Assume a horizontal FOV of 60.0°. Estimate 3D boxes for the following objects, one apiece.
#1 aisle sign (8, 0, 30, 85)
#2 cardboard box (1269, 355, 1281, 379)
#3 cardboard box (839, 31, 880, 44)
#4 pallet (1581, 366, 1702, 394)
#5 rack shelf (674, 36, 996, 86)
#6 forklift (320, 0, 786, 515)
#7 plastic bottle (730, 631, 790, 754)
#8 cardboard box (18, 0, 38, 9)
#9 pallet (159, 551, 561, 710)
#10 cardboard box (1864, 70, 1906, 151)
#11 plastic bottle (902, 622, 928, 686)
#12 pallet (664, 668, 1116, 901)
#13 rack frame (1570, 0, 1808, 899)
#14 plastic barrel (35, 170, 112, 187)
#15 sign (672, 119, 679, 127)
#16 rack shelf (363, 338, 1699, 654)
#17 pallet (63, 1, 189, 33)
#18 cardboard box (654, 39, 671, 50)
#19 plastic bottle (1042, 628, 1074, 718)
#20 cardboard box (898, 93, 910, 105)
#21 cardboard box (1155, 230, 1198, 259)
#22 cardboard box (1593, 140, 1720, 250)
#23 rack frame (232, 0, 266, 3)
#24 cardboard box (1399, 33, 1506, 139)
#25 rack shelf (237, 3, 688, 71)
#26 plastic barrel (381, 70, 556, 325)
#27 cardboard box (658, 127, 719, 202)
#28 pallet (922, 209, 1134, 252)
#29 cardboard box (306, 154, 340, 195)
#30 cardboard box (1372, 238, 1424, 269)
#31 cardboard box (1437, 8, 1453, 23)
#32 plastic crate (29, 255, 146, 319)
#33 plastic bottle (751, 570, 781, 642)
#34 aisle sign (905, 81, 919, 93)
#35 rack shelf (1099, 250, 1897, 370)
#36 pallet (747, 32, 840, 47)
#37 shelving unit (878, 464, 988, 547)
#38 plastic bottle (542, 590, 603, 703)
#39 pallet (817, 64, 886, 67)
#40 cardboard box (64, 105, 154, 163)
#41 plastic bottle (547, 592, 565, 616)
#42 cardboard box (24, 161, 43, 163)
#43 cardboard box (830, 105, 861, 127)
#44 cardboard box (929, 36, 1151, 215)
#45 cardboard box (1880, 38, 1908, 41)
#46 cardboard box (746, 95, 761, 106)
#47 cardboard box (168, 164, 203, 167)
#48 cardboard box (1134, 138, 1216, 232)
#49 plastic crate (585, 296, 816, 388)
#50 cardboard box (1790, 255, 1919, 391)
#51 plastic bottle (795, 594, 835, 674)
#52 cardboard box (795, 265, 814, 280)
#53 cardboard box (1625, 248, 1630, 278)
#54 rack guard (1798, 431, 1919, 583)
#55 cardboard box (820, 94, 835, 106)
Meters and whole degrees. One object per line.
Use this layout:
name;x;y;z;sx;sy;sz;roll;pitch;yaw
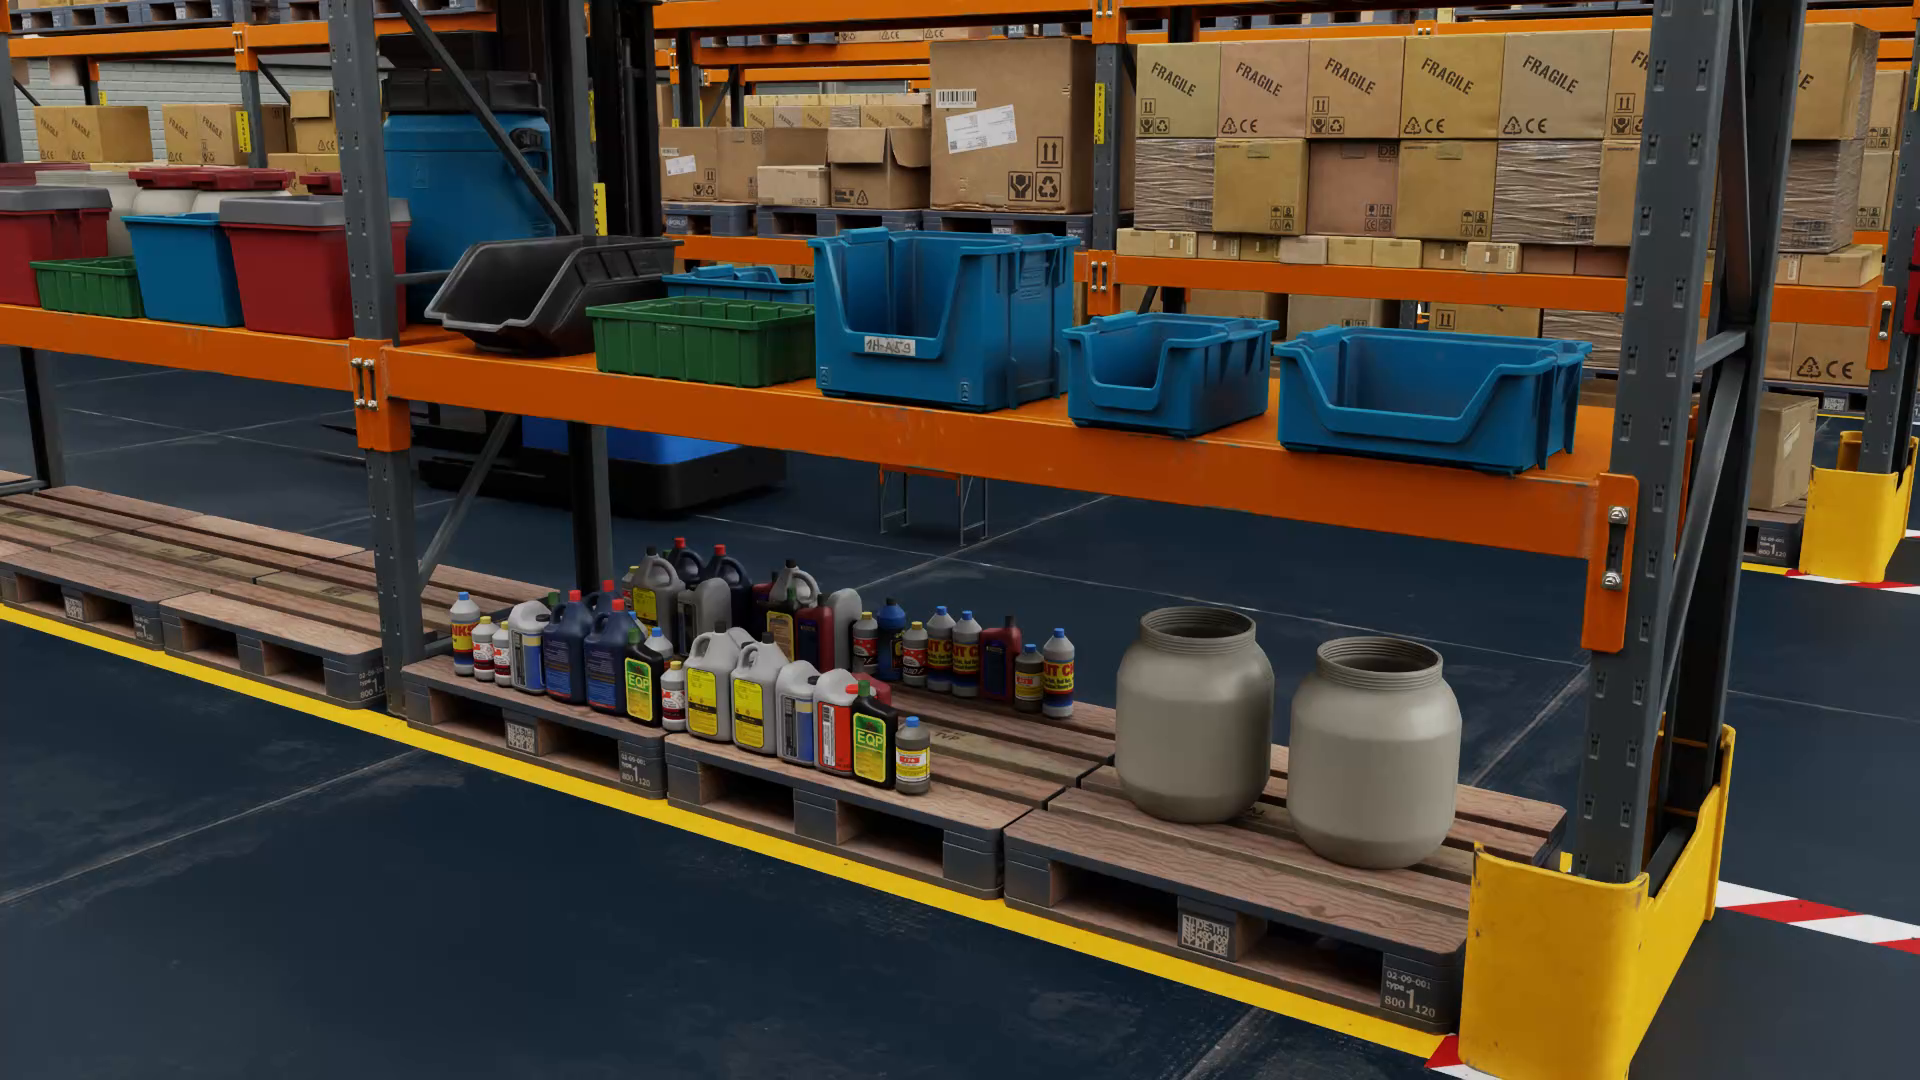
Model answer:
aisle sign;-9.102;-4.741;15.824;0.004;0.787;0.394;9;17;33
cardboard box;1.872;-0.774;9.534;0.500;0.500;0.500;-11;17;-36
cardboard box;-0.835;-5.095;16.212;0.500;0.500;0.500;9;17;33
pallet;5.539;-1.261;12.978;1.213;0.211;1.003;9;17;33
rack shelf;-1.044;-4.807;16.754;4.000;0.370;1.077;9;17;33
forklift;-2.508;-1.800;9.494;3.031;2.935;1.130;9;16;31
plastic bottle;-0.579;0.438;4.909;0.185;0.351;0.144;10;17;35
cardboard box;-8.413;-5.227;15.665;0.500;0.500;0.700;8;16;29
pallet;-2.355;0.323;6.577;1.213;0.211;1.003;9;17;33
cardboard box;6.460;-3.069;11.919;0.550;0.550;0.875;9;17;33
plastic bottle;-0.142;0.371;5.491;0.097;0.201;0.097;0;14;0
pallet;-0.131;0.683;5.126;1.213;0.211;1.003;9;17;33
rack frame;1.638;-0.396;3.681;0.127;3.000;1.000;9;17;33
plastic barrel;-4.028;-1.428;7.616;0.421;0.512;0.421;0;14;0
sign;-3.000;-4.279;17.567;0.005;0.325;0.100;9;17;33
rack shelf;-0.022;-0.315;4.851;4.000;0.370;1.077;9;17;33
pallet;-7.236;-4.682;14.935;1.213;0.211;1.003;9;17;33
cardboard box;-3.261;-5.364;17.818;0.500;0.250;0.500;10;17;34
plastic bottle;0.307;0.409;5.189;0.097;0.271;0.097;0;14;0
cardboard box;-0.616;-5.853;22.084;0.250;0.149;0.380;10;17;34
cardboard box;1.294;-1.673;9.363;0.250;0.149;0.380;9;17;33
cardboard box;3.479;-1.699;8.117;0.500;0.500;0.875;9;17;33
rack frame;-5.555;-5.905;13.451;0.127;3.000;1.000;9;17;33
cardboard box;2.566;-2.289;8.418;0.500;0.500;0.500;9;17;33
rack shelf;-3.896;-3.832;12.814;4.000;0.370;1.077;9;17;33
plastic barrel;-1.833;-1.288;6.241;0.708;0.901;0.600;9;17;33
cardboard box;-1.766;-2.645;11.682;0.500;0.500;0.500;7;15;26
pallet;0.530;-1.959;10.392;1.213;0.211;1.003;9;17;33
cardboard box;-4.895;-2.863;13.437;0.500;0.500;0.500;9;17;33
cardboard box;2.346;-1.511;8.707;0.250;0.149;0.380;9;17;33
cardboard box;5.209;-5.670;18.182;0.500;0.250;0.500;9;17;34
plastic crate;-3.284;-1.007;6.590;0.662;0.188;0.450;9;17;33
plastic bottle;-0.668;0.241;5.846;0.133;0.283;0.061;11;17;37
aisle sign;-0.797;-7.708;27.809;0.004;0.787;0.394;9;17;33
rack shelf;2.742;-1.303;8.841;4.000;0.370;1.077;9;17;33
pallet;-1.388;-5.091;16.794;1.003;0.211;1.213;9;17;33
shelving unit;-0.137;-0.605;8.269;0.503;1.200;0.258;9;17;33
plastic bottle;-1.243;0.331;5.342;0.185;0.351;0.144;10;17;34
pallet;-1.706;-6.658;22.917;1.213;0.211;1.003;9;17;33
cardboard box;-7.779;-3.712;15.207;0.500;0.500;0.500;9;16;31
plastic bottle;-1.319;0.319;5.529;0.133;0.283;0.061;9;17;33
cardboard box;-8.627;-3.483;15.843;0.500;0.250;0.500;9;16;31
cardboard box;-1.414;-5.647;22.604;0.500;0.500;0.500;9;17;34
cardboard box;0.502;-2.550;10.258;1.000;1.000;1.000;9;17;33
cardboard box;8.881;-4.802;15.761;0.250;0.149;0.380;9;17;33
cardboard box;-2.795;-6.173;23.377;0.250;0.149;0.380;10;17;35
cardboard box;-6.499;-3.140;14.460;0.500;0.250;0.500;10;17;34
cardboard box;1.422;-2.040;9.496;0.500;0.500;0.875;9;17;33
plastic crate;-0.712;-0.591;4.911;0.662;0.188;0.450;9;17;33
cardboard box;6.654;-1.609;12.130;0.875;0.875;0.875;9;17;33
plastic bottle;-0.485;0.314;5.549;0.133;0.283;0.061;9;17;33
cardboard box;-1.356;-2.669;17.190;0.500;0.500;0.500;10;17;34
cardboard box;3.408;-1.352;8.067;0.250;0.149;0.380;9;17;33
rack guard;4.339;-0.181;8.012;0.348;0.500;1.175;9;17;33
cardboard box;-1.695;-6.010;22.719;0.250;0.149;0.380;9;17;33
